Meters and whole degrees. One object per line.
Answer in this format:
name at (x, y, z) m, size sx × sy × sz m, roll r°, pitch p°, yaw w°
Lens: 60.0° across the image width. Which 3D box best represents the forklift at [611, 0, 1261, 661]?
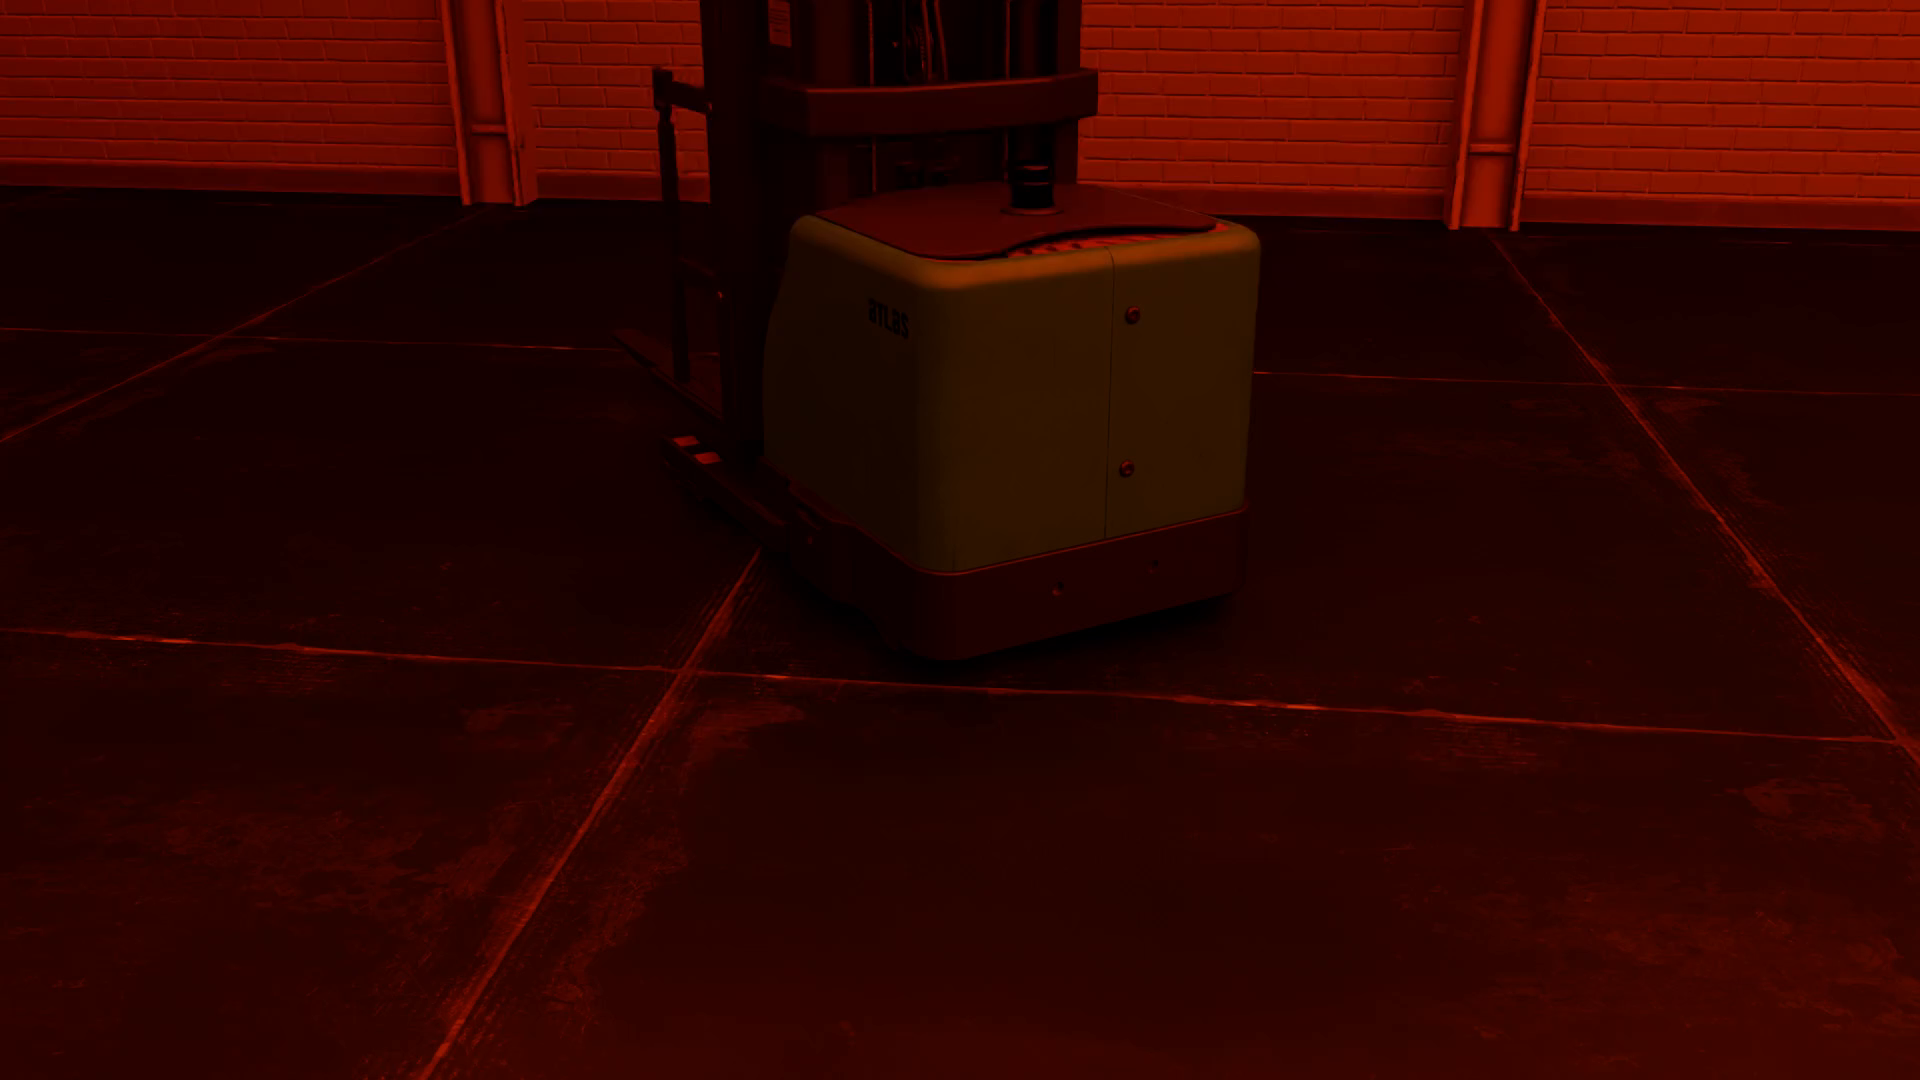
forklift at (-0.362, -1.560, 5.126) m, size 1.130 × 2.935 × 3.031 m, roll -12°, pitch 25°, yaw -27°
